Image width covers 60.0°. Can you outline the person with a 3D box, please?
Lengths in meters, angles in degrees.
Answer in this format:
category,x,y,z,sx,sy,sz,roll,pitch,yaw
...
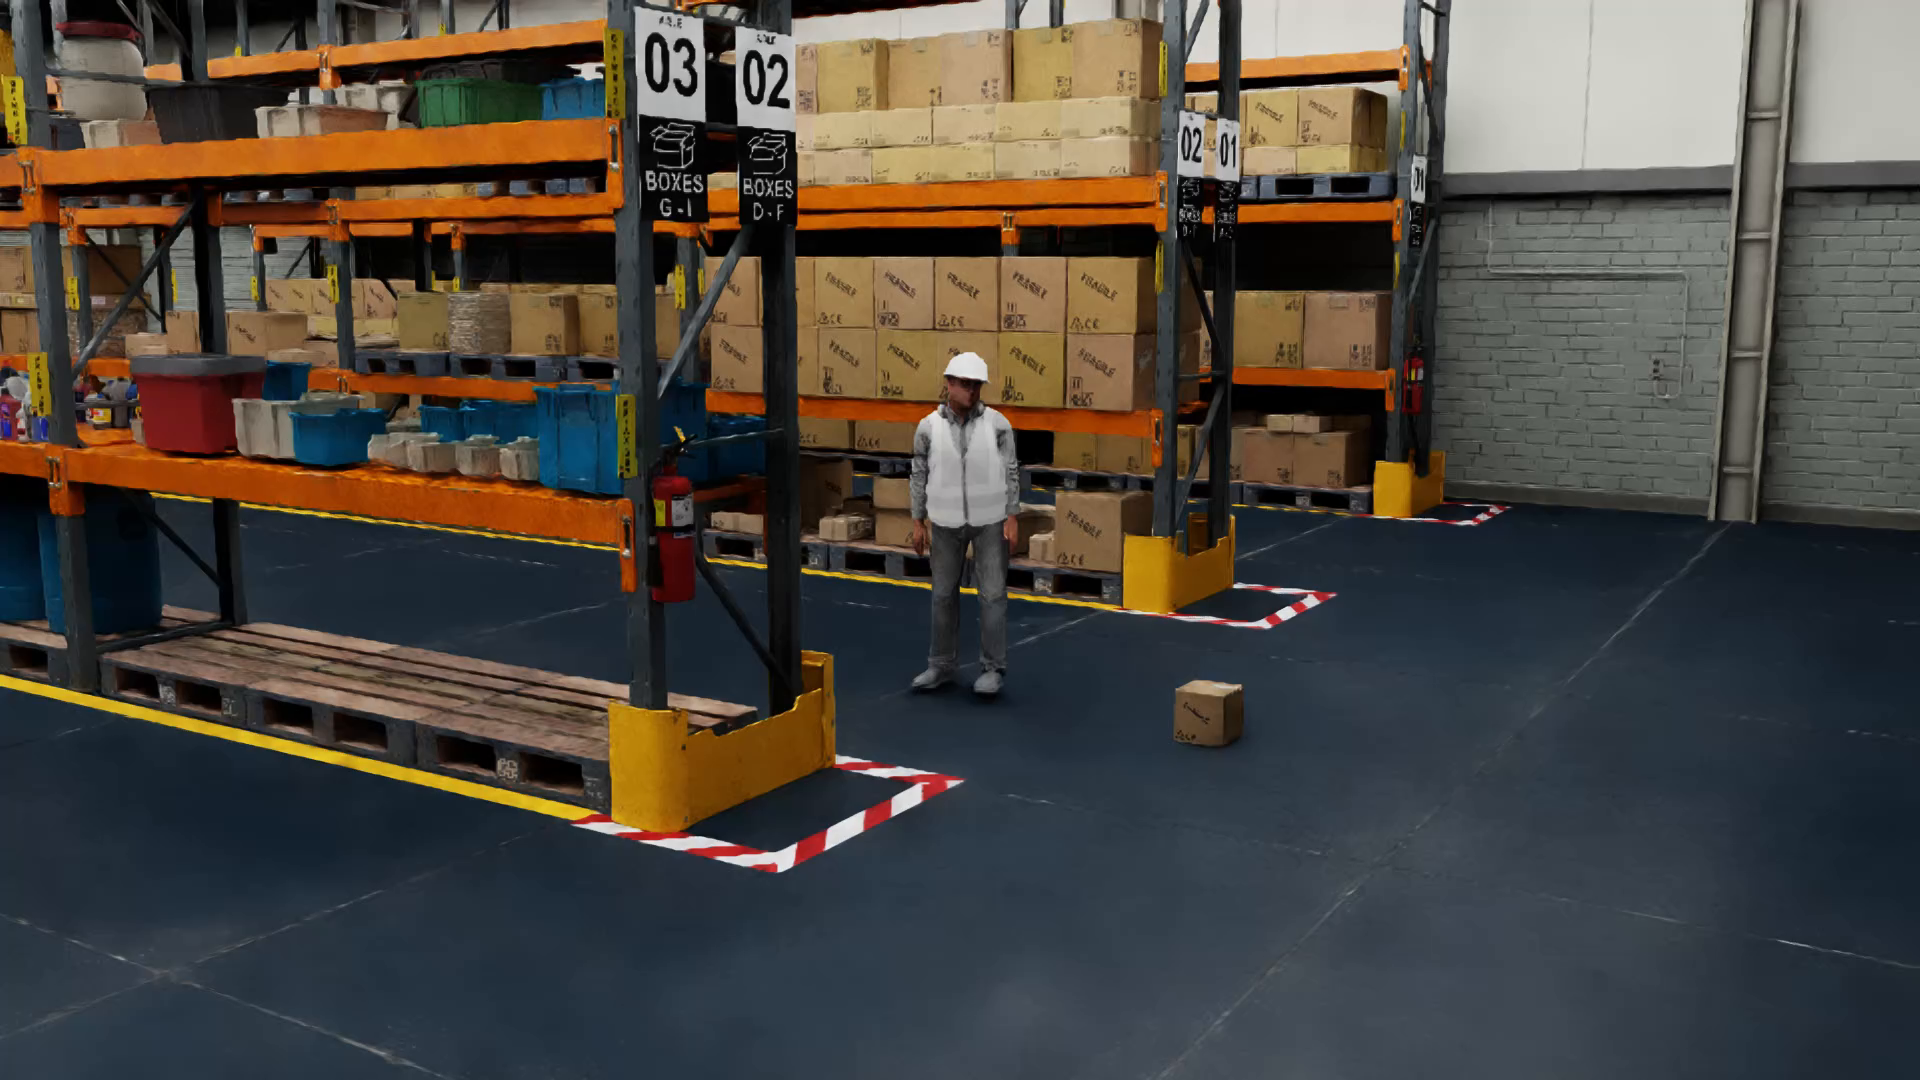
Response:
category,x,y,z,sx,sy,sz,roll,pitch,yaw
person,0.018,-0.085,8.648,0.577,1.779,0.471,1,9,6
